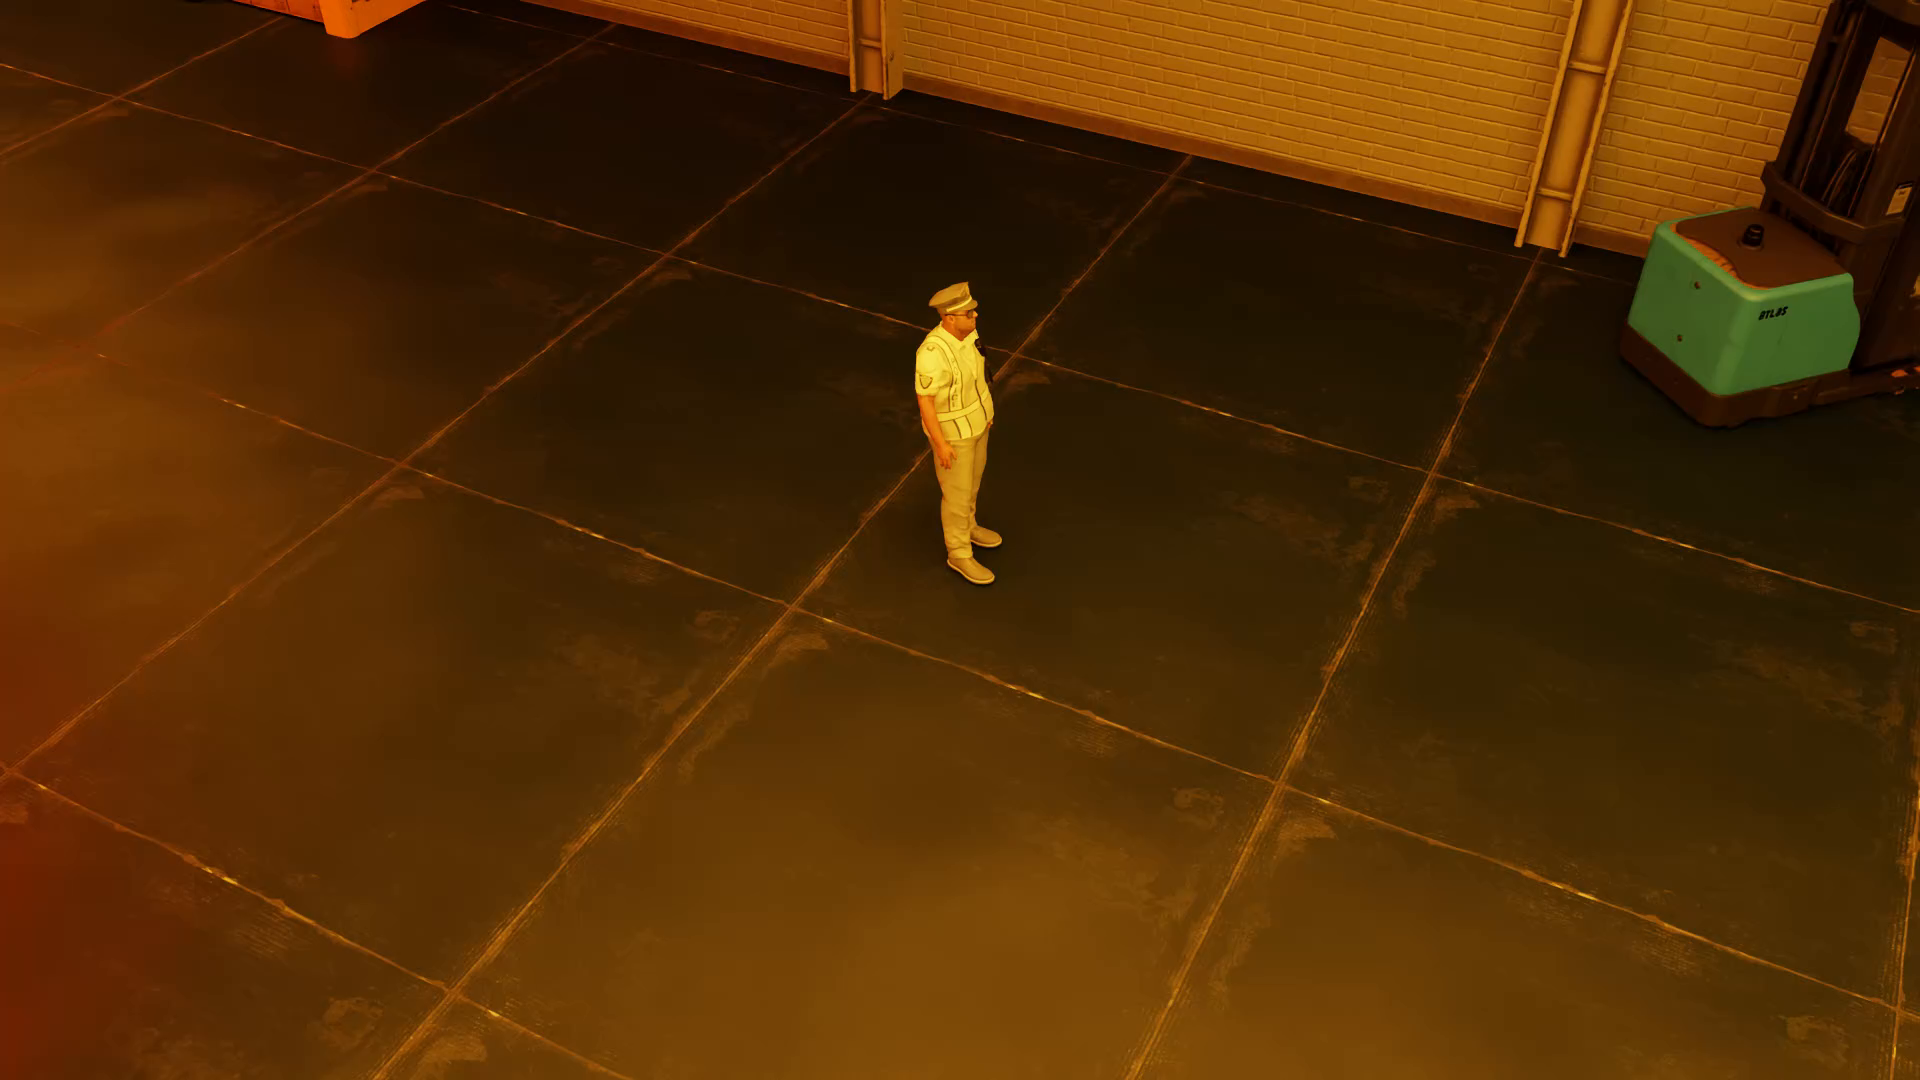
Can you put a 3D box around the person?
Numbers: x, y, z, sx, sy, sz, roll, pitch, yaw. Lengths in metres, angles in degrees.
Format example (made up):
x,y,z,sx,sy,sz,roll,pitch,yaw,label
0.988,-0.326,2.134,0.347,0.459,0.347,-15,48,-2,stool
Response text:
x,y,z,sx,sy,sz,roll,pitch,yaw,label
0.063,-0.657,9.648,0.575,1.781,0.640,18,43,21,person

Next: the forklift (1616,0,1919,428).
x,y,z,sx,sy,sz,roll,pitch,yaw,label
6.206,-2.436,10.879,3.031,2.935,1.130,-12,42,-14,forklift
